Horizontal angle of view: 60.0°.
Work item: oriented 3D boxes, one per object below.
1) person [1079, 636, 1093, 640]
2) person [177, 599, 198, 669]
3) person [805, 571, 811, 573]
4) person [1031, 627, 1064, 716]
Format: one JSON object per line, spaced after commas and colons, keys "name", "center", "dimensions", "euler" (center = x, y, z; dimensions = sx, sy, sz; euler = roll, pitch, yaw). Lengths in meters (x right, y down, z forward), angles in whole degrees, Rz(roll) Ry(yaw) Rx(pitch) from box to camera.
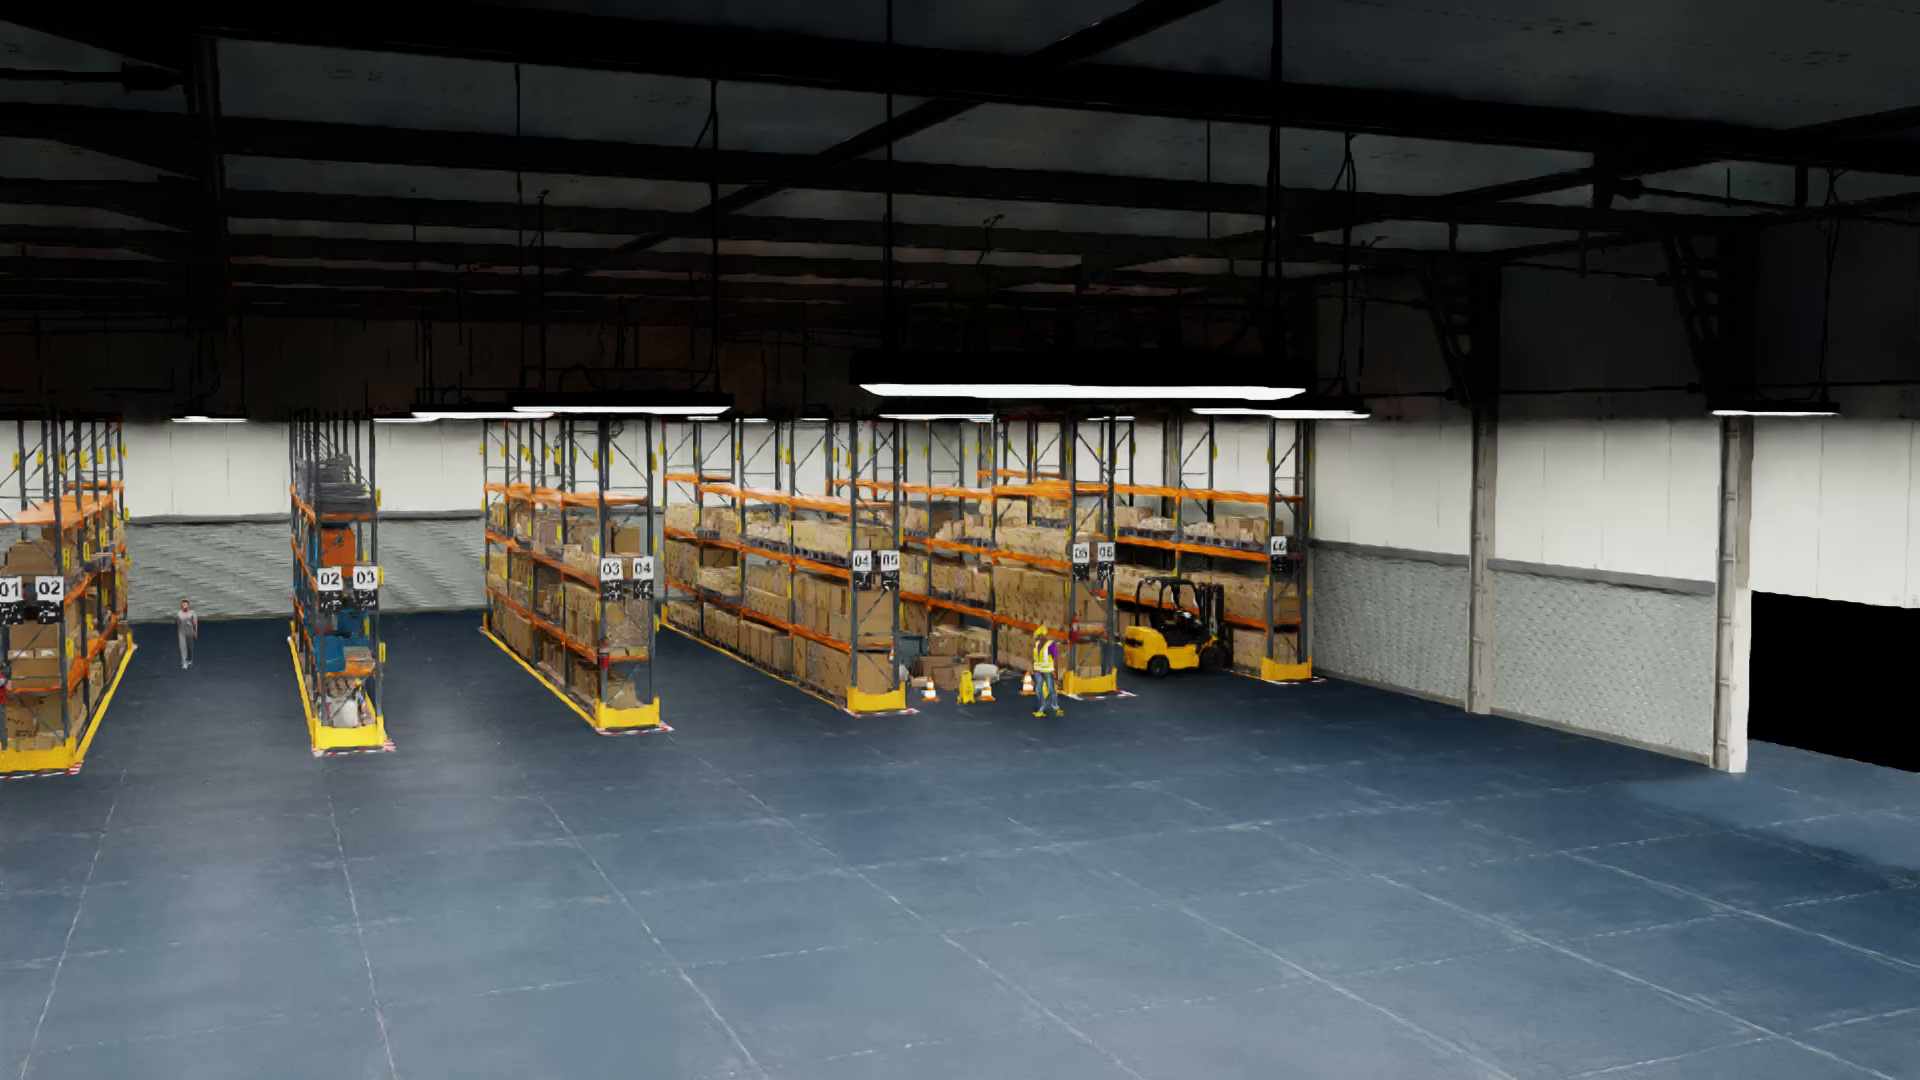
{"name": "person", "center": [2.919, 2.080, 39.155], "dimensions": [0.632, 1.771, 0.447], "euler": [3, 5, 35]}
{"name": "person", "center": [-18.076, 2.187, 38.912], "dimensions": [0.453, 1.612, 1.019], "euler": [-2, 4, -24]}
{"name": "person", "center": [-4.217, 1.677, 45.735], "dimensions": [0.575, 1.652, 0.572], "euler": [0, 4, -1]}
{"name": "person", "center": [1.690, 2.568, 32.632], "dimensions": [0.662, 1.758, 0.550], "euler": [3, 5, 38]}
